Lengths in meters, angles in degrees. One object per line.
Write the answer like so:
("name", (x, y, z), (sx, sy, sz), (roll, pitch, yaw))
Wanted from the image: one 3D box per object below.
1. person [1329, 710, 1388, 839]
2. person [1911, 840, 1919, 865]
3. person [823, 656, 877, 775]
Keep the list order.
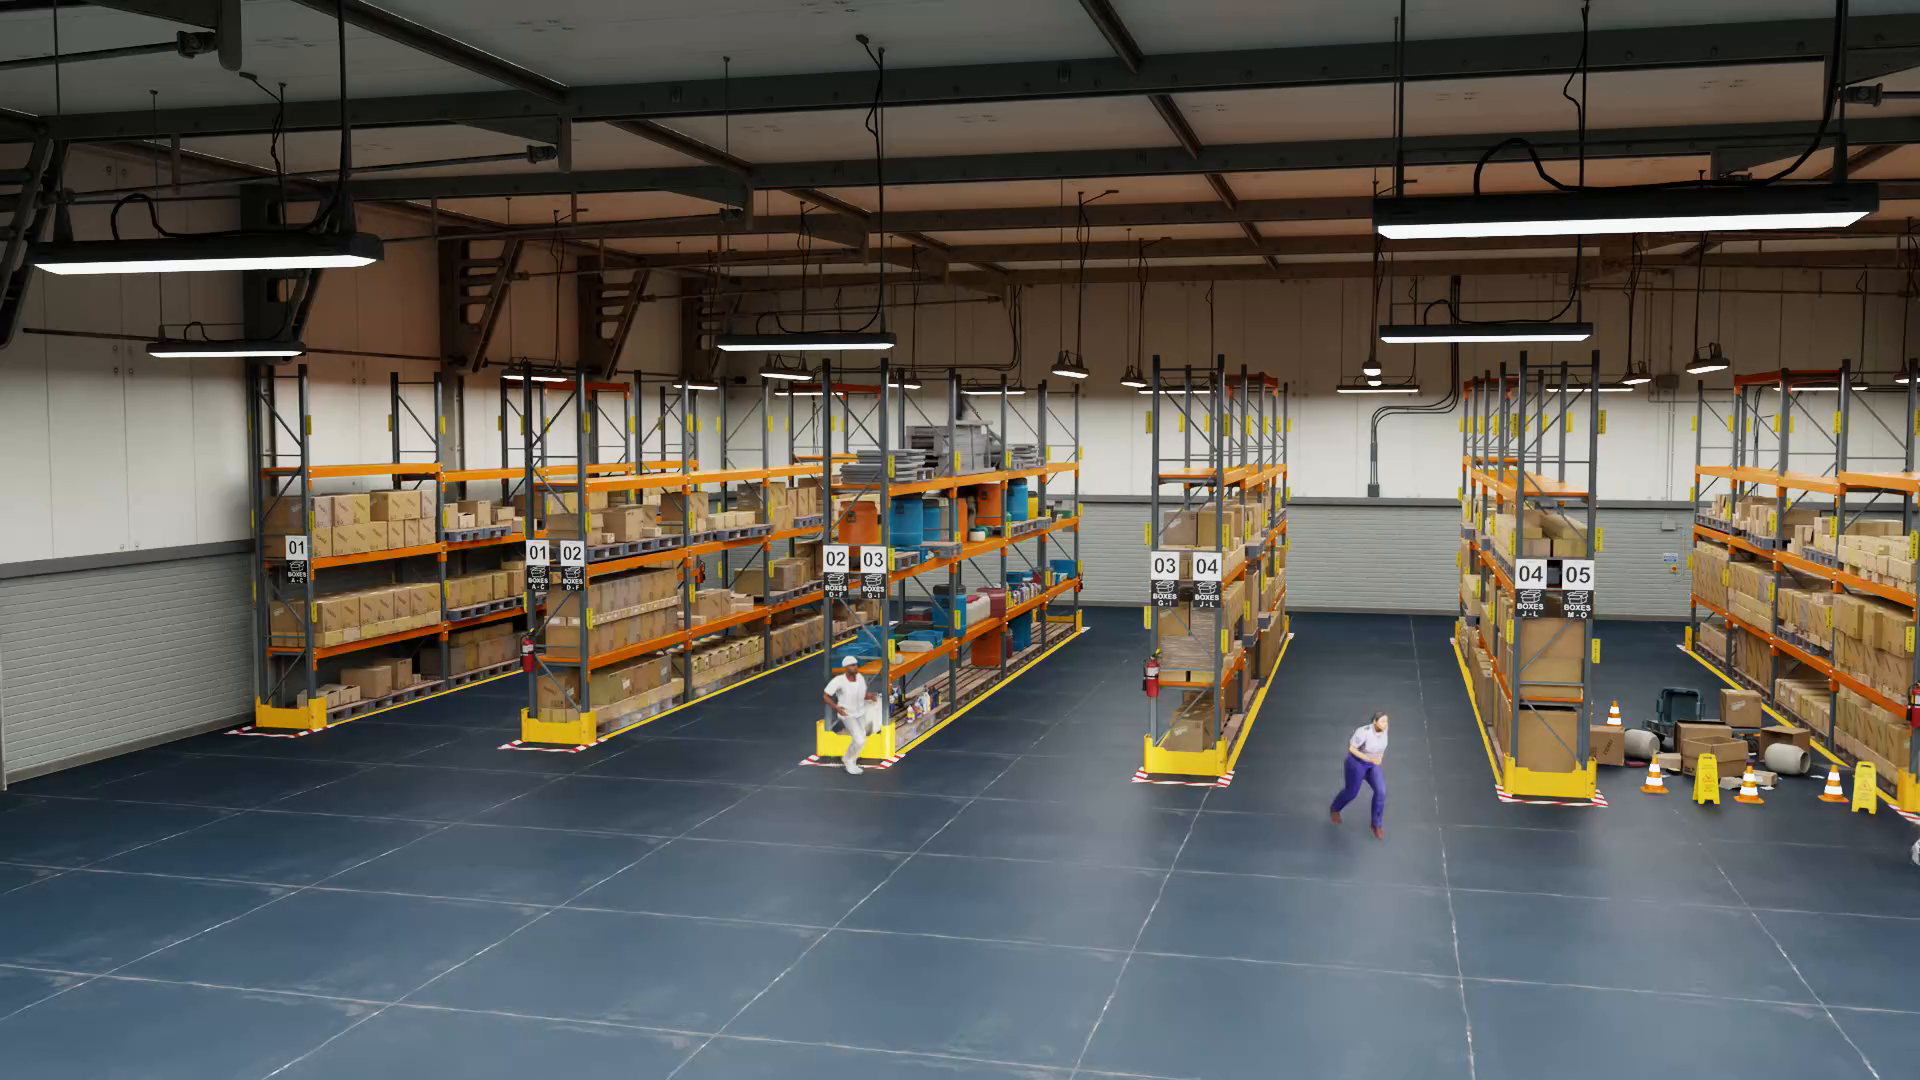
("person", (4.929, 2.839, 20.490), (0.649, 1.613, 0.950), (-2, 5, -29))
("person", (11.165, 2.871, 18.472), (0.885, 1.778, 0.732), (0, 4, -7))
("person", (-1.522, 2.507, 23.678), (0.632, 1.731, 0.707), (3, 5, 41))
